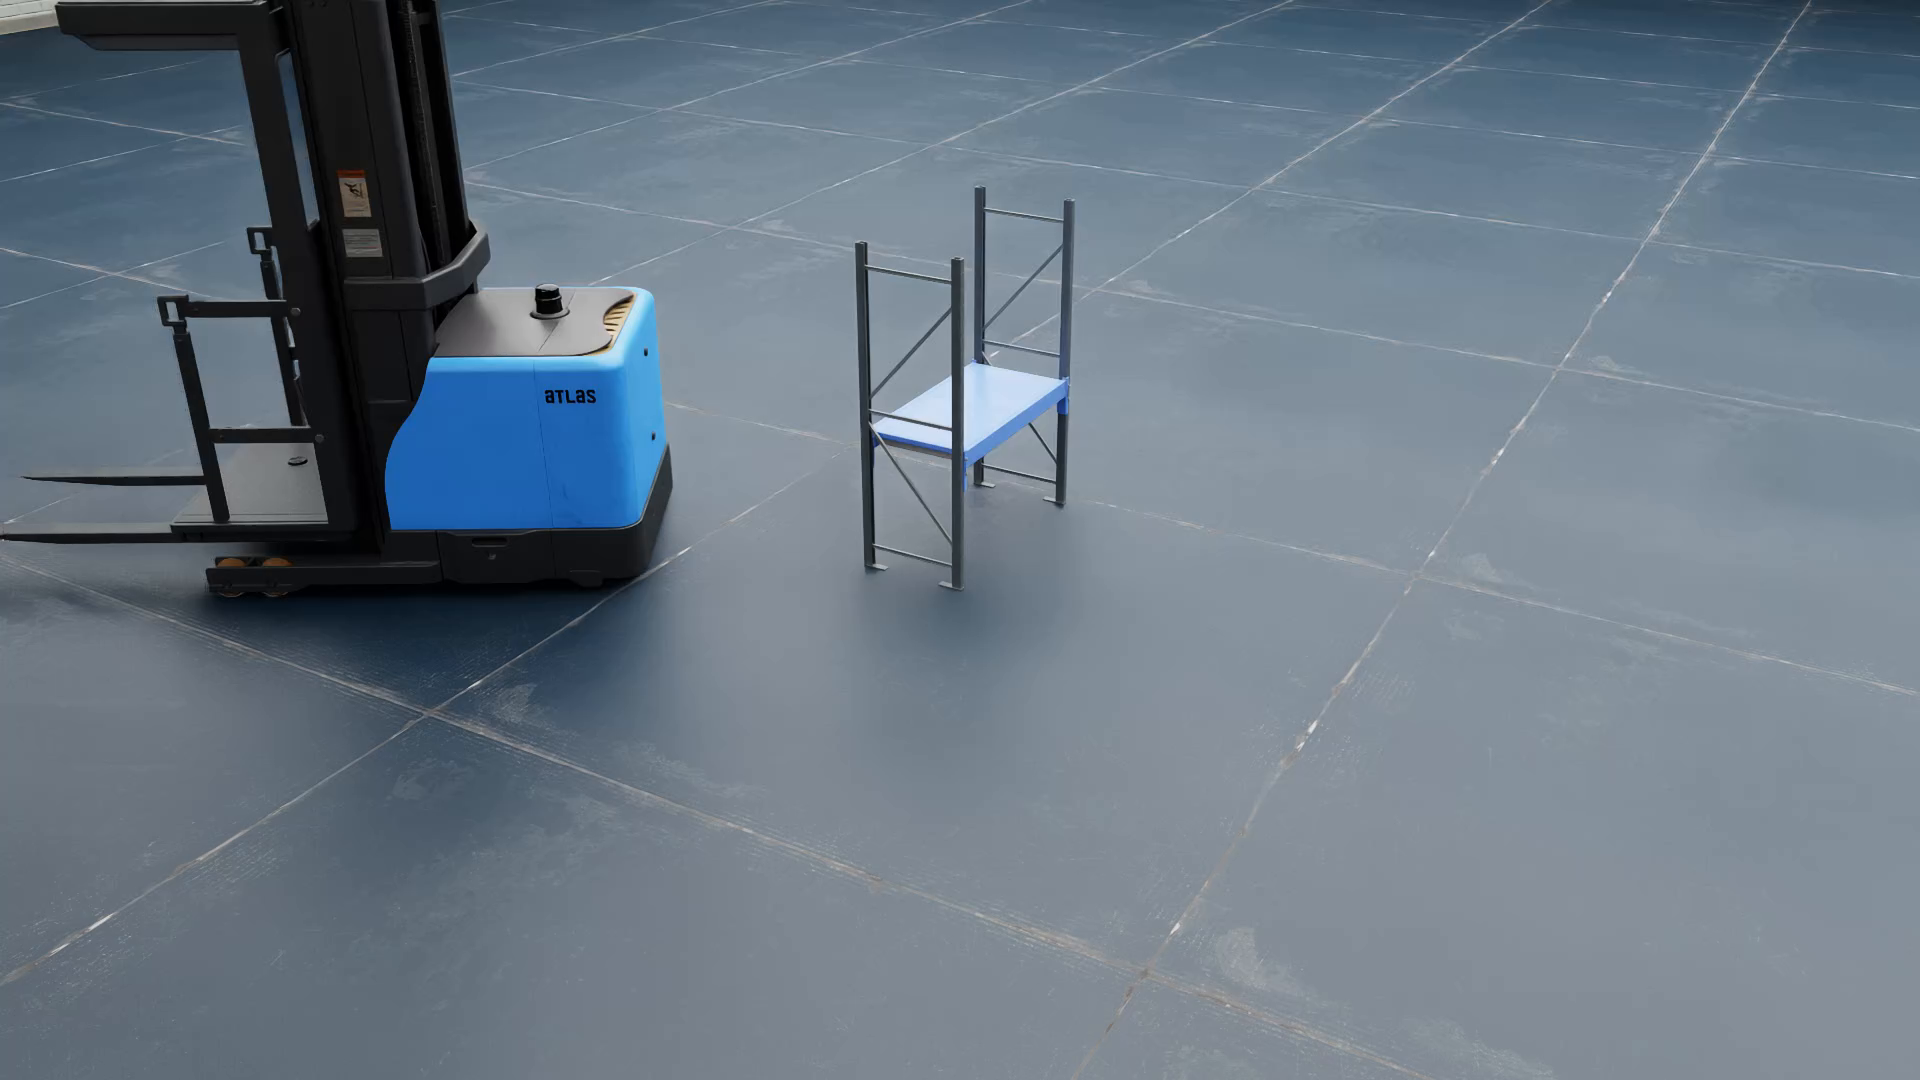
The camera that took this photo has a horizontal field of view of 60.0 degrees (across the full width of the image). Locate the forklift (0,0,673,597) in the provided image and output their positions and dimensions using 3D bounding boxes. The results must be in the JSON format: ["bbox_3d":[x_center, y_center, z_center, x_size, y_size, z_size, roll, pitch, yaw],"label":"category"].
[{"bbox_3d":[-2.905,-1.301,7.074,3.031,2.935,1.130,-1,27,-1],"label":"forklift"}]

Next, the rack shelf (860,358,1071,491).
[{"bbox_3d":[0.042,-0.543,7.561,0.538,0.185,1.000,14,30,26],"label":"rack shelf"}]

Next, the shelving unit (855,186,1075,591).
[{"bbox_3d":[0.042,-0.704,7.481,0.538,1.500,1.048,14,30,26],"label":"shelving unit"}]

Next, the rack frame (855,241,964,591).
[{"bbox_3d":[-0.208,-0.506,7.085,0.500,1.500,0.032,14,30,26],"label":"rack frame"}]

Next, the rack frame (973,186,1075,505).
[{"bbox_3d":[0.292,-0.902,7.876,0.500,1.500,0.032,14,30,26],"label":"rack frame"}]
